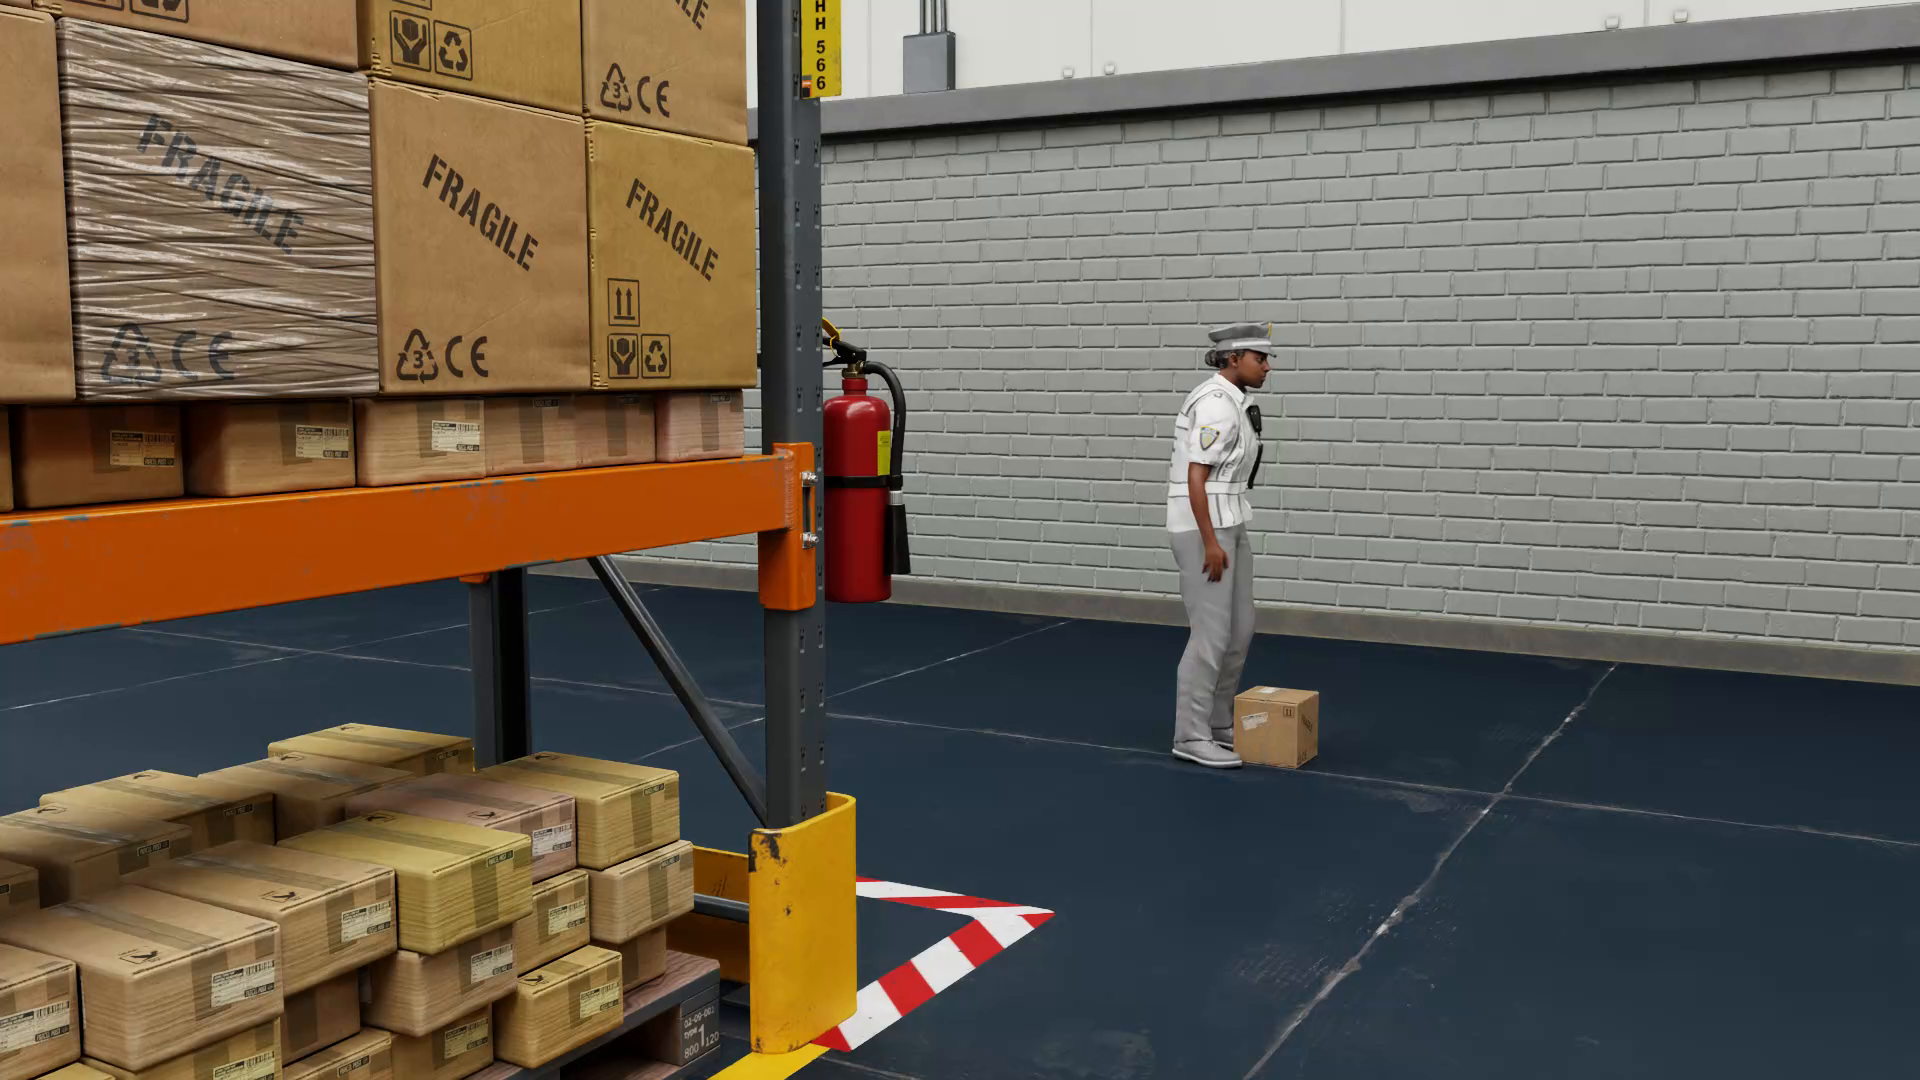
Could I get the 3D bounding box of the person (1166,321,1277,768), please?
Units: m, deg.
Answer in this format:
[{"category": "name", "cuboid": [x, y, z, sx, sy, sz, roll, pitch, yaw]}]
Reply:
[{"category": "person", "cuboid": [0.997, -0.001, 6.374, 0.393, 1.661, 0.532, 3, 7, 25]}]
